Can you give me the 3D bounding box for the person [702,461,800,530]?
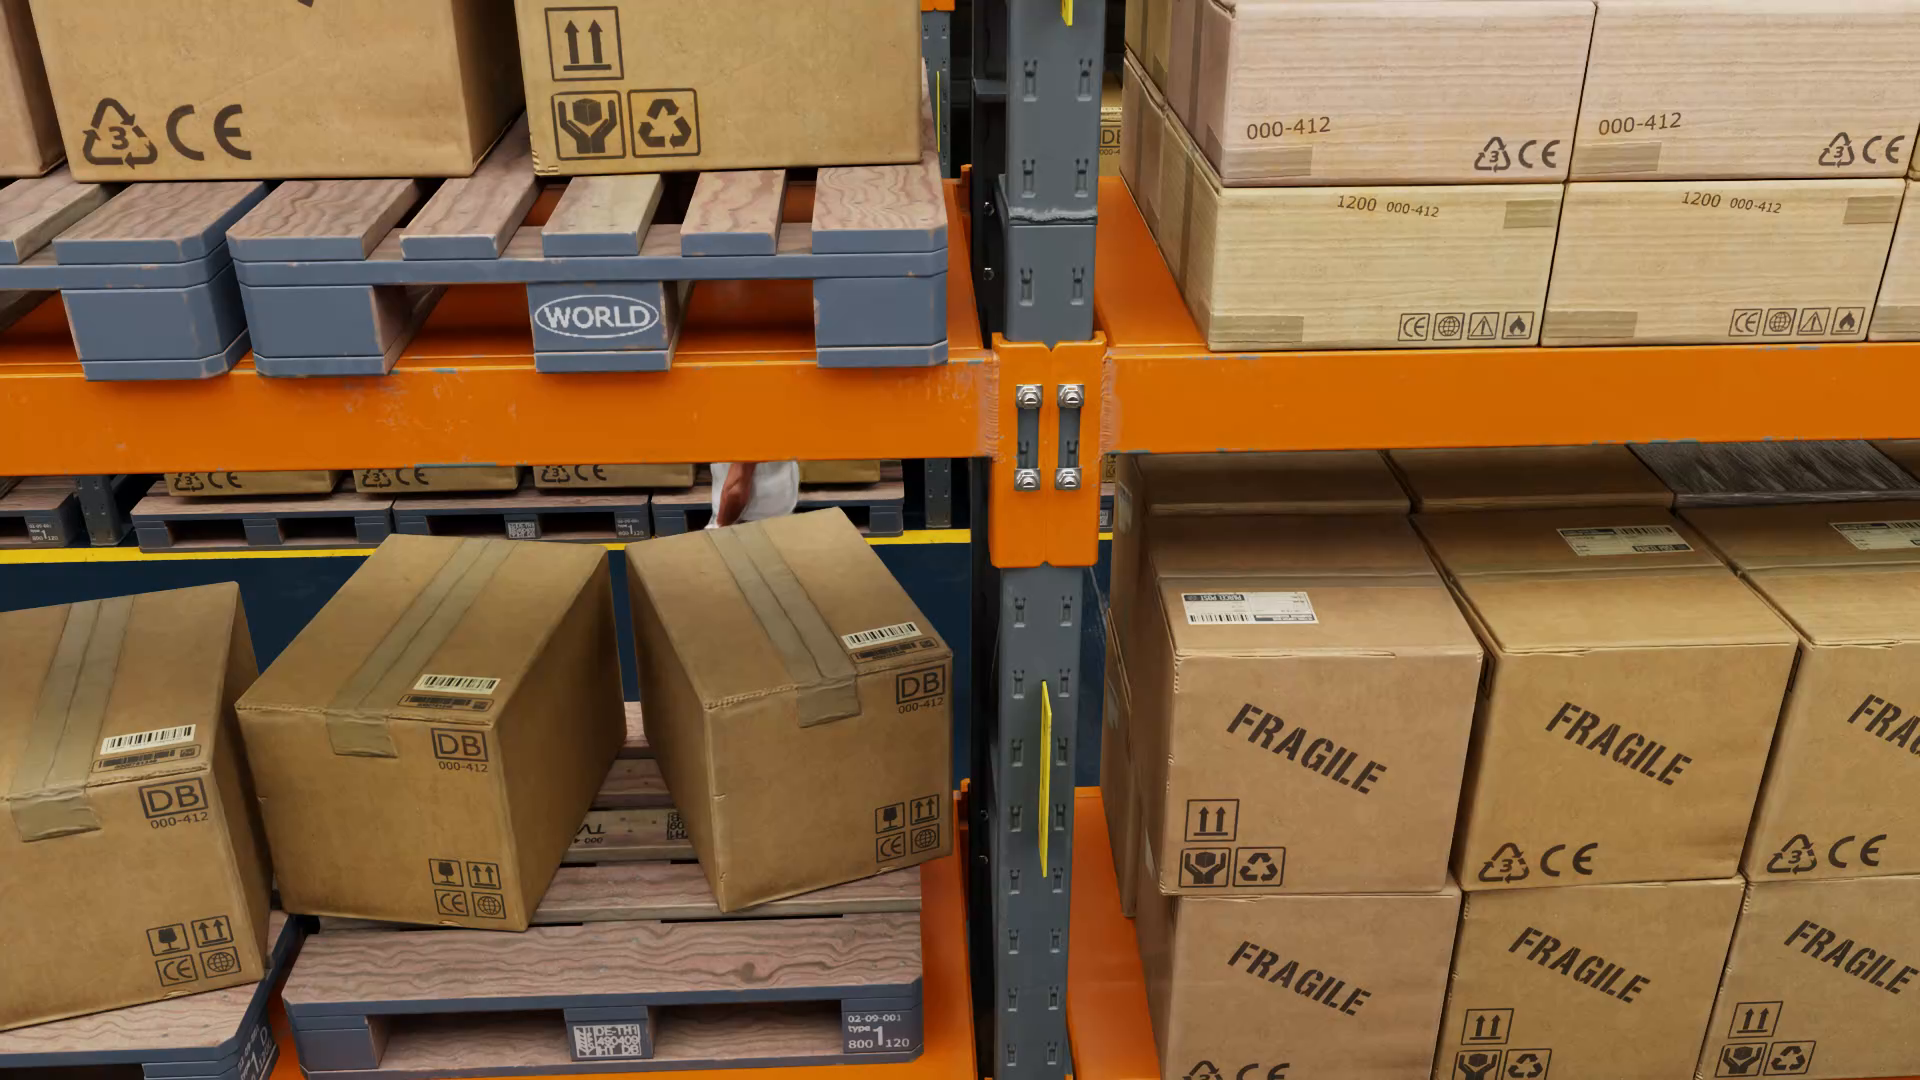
[{"bbox_3d":[-0.818,-0.109,6.278,0.472,1.822,0.584,3,27,5],"label":"person"}]
